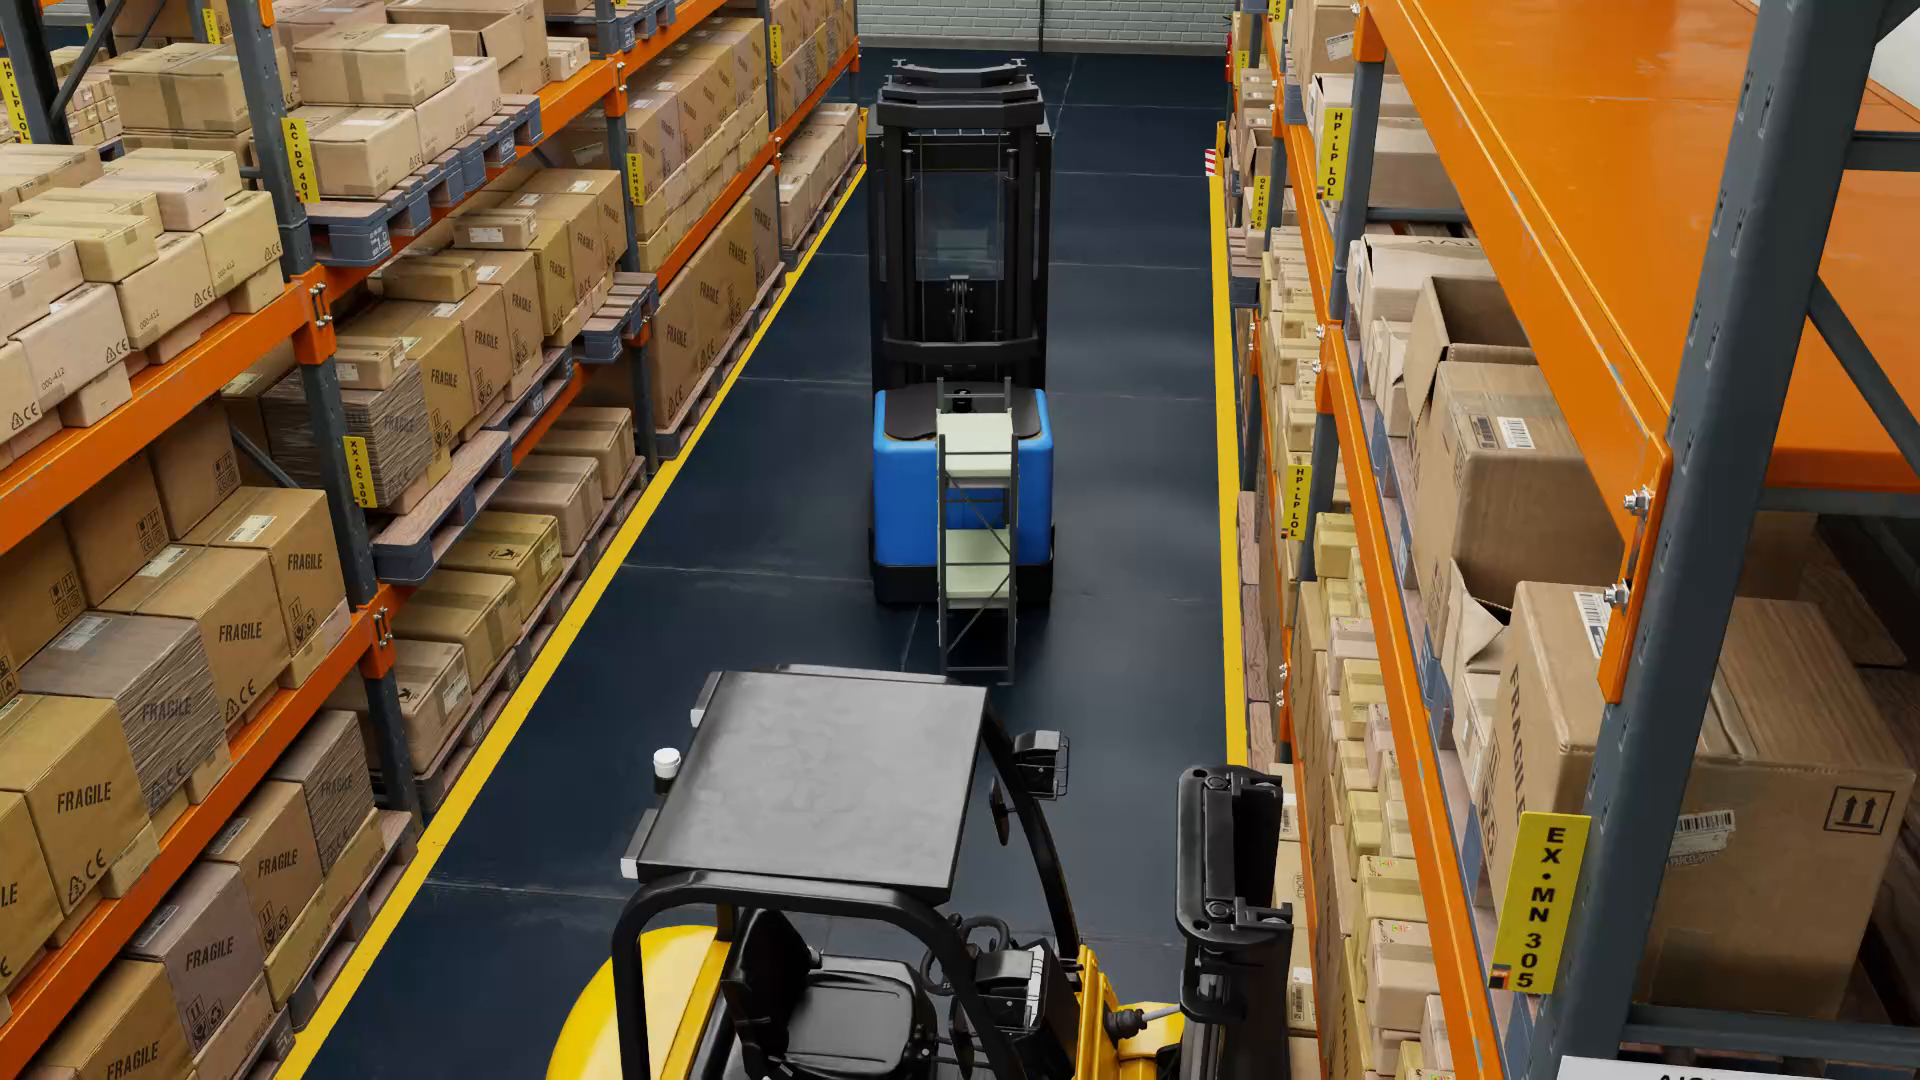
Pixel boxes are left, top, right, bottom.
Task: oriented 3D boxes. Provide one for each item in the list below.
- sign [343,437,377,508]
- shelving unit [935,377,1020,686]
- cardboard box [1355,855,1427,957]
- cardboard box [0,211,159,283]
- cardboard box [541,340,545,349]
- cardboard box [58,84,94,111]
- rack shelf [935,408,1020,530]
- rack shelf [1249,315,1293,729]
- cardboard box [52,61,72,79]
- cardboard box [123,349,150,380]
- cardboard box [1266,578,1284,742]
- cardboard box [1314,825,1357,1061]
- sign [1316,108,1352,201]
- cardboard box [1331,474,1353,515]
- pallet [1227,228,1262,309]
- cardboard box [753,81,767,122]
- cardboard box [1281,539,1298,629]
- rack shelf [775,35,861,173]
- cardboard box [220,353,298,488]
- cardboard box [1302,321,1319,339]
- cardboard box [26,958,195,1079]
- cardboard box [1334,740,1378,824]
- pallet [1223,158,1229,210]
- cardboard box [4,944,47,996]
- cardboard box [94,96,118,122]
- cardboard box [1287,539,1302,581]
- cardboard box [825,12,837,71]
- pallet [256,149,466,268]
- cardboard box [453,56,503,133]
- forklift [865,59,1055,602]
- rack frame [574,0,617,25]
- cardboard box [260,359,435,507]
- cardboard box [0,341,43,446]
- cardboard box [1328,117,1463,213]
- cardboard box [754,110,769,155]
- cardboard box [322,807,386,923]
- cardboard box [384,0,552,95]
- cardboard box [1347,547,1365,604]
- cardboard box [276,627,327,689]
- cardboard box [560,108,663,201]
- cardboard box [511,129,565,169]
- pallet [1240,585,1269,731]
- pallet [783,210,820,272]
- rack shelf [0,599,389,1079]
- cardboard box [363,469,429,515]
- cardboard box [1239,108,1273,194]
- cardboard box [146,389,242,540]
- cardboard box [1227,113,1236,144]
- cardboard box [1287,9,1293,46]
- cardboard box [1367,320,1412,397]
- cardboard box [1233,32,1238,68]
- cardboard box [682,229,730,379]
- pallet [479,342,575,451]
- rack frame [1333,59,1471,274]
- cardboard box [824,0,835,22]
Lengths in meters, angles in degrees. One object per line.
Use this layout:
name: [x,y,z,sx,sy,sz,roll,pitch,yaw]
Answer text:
sign: [-2.526,-0.284,6.993,0.100,0.325,0.005,3,28,6]
shelving unit: [0.085,-0.044,9.043,0.431,1.500,0.755,-1,28,-1]
cardboard box: [1.262,0.991,4.437,0.380,0.149,0.250,4,29,7]
cardboard box: [-2.866,-0.956,5.415,0.380,0.149,0.250,4,29,8]
cardboard box: [-2.544,-1.109,9.259,0.380,0.149,0.250,4,29,7]
cardboard box: [-7.027,-3.459,12.994,0.380,0.149,0.250,2,28,4]
rack shelf: [0.085,-0.388,8.857,0.431,0.370,0.720,-1,28,-1]
rack shelf: [2.106,-0.268,8.636,1.077,0.370,4.000,3,28,6]
cardboard box: [-7.578,-3.862,13.742,0.380,0.149,0.250,4,29,7]
cardboard box: [-3.006,-0.622,5.636,0.380,0.149,0.250,2,28,4]
cardboard box: [2.016,0.606,8.316,0.875,0.625,0.625,3,28,6]
cardboard box: [1.356,1.226,4.998,0.500,0.500,0.500,4,29,7]
sign: [1.321,-1.357,5.860,0.100,0.325,0.005,3,28,6]
cardboard box: [1.682,-0.147,6.863,0.380,0.149,0.250,4,29,8]
pallet: [2.364,-1.765,10.858,1.213,0.211,1.003,3,28,6]
cardboard box: [-1.898,-3.629,13.746,0.500,0.250,0.500,3,28,6]
cardboard box: [1.663,0.170,7.222,0.500,0.250,0.500,4,29,7]
rack shelf: [-1.841,-4.321,16.158,1.077,0.370,4.000,3,28,6]
cardboard box: [-3.237,-0.521,7.485,0.500,0.500,0.500,3,28,5]
cardboard box: [1.936,-0.987,8.422,0.380,0.149,0.250,3,28,6]
cardboard box: [-3.051,1.791,5.721,0.500,0.500,0.500,4,29,7]
cardboard box: [1.375,0.762,5.175,0.380,0.149,0.250,2,28,5]
pallet: [3.225,-3.653,17.101,1.003,0.211,1.213,3,28,6]
cardboard box: [-3.131,1.307,5.219,0.380,0.149,0.250,4,29,8]
cardboard box: [-6.990,-3.451,13.293,0.380,0.149,0.250,2,28,4]
cardboard box: [1.667,-0.044,7.092,0.500,0.250,0.500,3,28,5]
cardboard box: [-1.522,-4.903,16.374,0.500,0.500,0.500,4,29,8]
pallet: [-2.885,-1.453,7.111,1.213,0.211,1.003,3,28,6]
cardboard box: [-2.495,-2.099,7.828,0.500,0.250,0.500,3,28,6]
forklift: [-0.015,-1.586,10.395,1.130,2.935,3.031,-1,28,-1]
rack frame: [-2.576,-4.454,9.322,1.000,3.000,0.127,3,28,6]
cardboard box: [-2.724,-0.494,7.435,0.500,0.500,0.500,4,29,7]
cardboard box: [-3.038,-0.375,4.758,0.500,0.250,0.500,4,29,7]
cardboard box: [1.708,-1.509,6.563,0.500,0.311,0.500,2,28,5]
cardboard box: [-1.890,-3.404,13.857,0.500,0.250,0.500,3,28,5]
cardboard box: [-2.872,1.389,7.257,0.500,0.250,0.500,5,29,9]
cardboard box: [-2.702,-2.732,9.183,0.700,0.500,0.500,3,28,6]
cardboard box: [1.602,0.158,5.983,0.380,0.149,0.250,4,29,7]
cardboard box: [-2.827,0.467,6.778,0.380,0.149,0.250,4,29,7]
cardboard box: [-2.273,-2.515,10.889,0.500,0.500,0.500,2,28,5]
cardboard box: [-2.772,-2.556,10.964,0.500,0.500,0.500,3,28,5]
pallet: [2.059,0.659,9.096,1.003,0.211,1.213,3,28,6]
pallet: [-1.915,-2.822,15.558,1.003,0.211,1.213,3,28,6]
rack shelf: [-3.311,1.328,5.674,1.077,0.370,4.000,3,28,6]
cardboard box: [-2.685,-0.247,7.659,0.380,0.149,0.250,4,29,7]
cardboard box: [2.400,-2.810,12.048,0.700,0.500,0.500,3,28,6]
cardboard box: [-3.335,-0.351,6.558,0.700,0.500,0.500,3,28,6]
cardboard box: [3.162,-4.096,17.171,0.797,0.503,0.637,2,28,4]
cardboard box: [2.007,-2.827,9.162,0.380,0.166,0.250,3,28,6]
cardboard box: [1.410,-0.527,4.912,0.380,0.149,0.250,4,29,8]
cardboard box: [2.888,-4.683,15.917,0.500,0.250,0.500,3,28,5]
cardboard box: [-2.295,-1.803,12.523,0.875,0.875,0.875,4,29,7]
pallet: [-2.778,-0.795,9.057,1.003,0.211,1.213,3,28,6]
rack frame: [1.861,-2.285,5.295,1.000,3.000,0.127,3,28,6]
cardboard box: [-1.517,-5.342,16.136,0.500,0.500,0.500,3,28,6]
